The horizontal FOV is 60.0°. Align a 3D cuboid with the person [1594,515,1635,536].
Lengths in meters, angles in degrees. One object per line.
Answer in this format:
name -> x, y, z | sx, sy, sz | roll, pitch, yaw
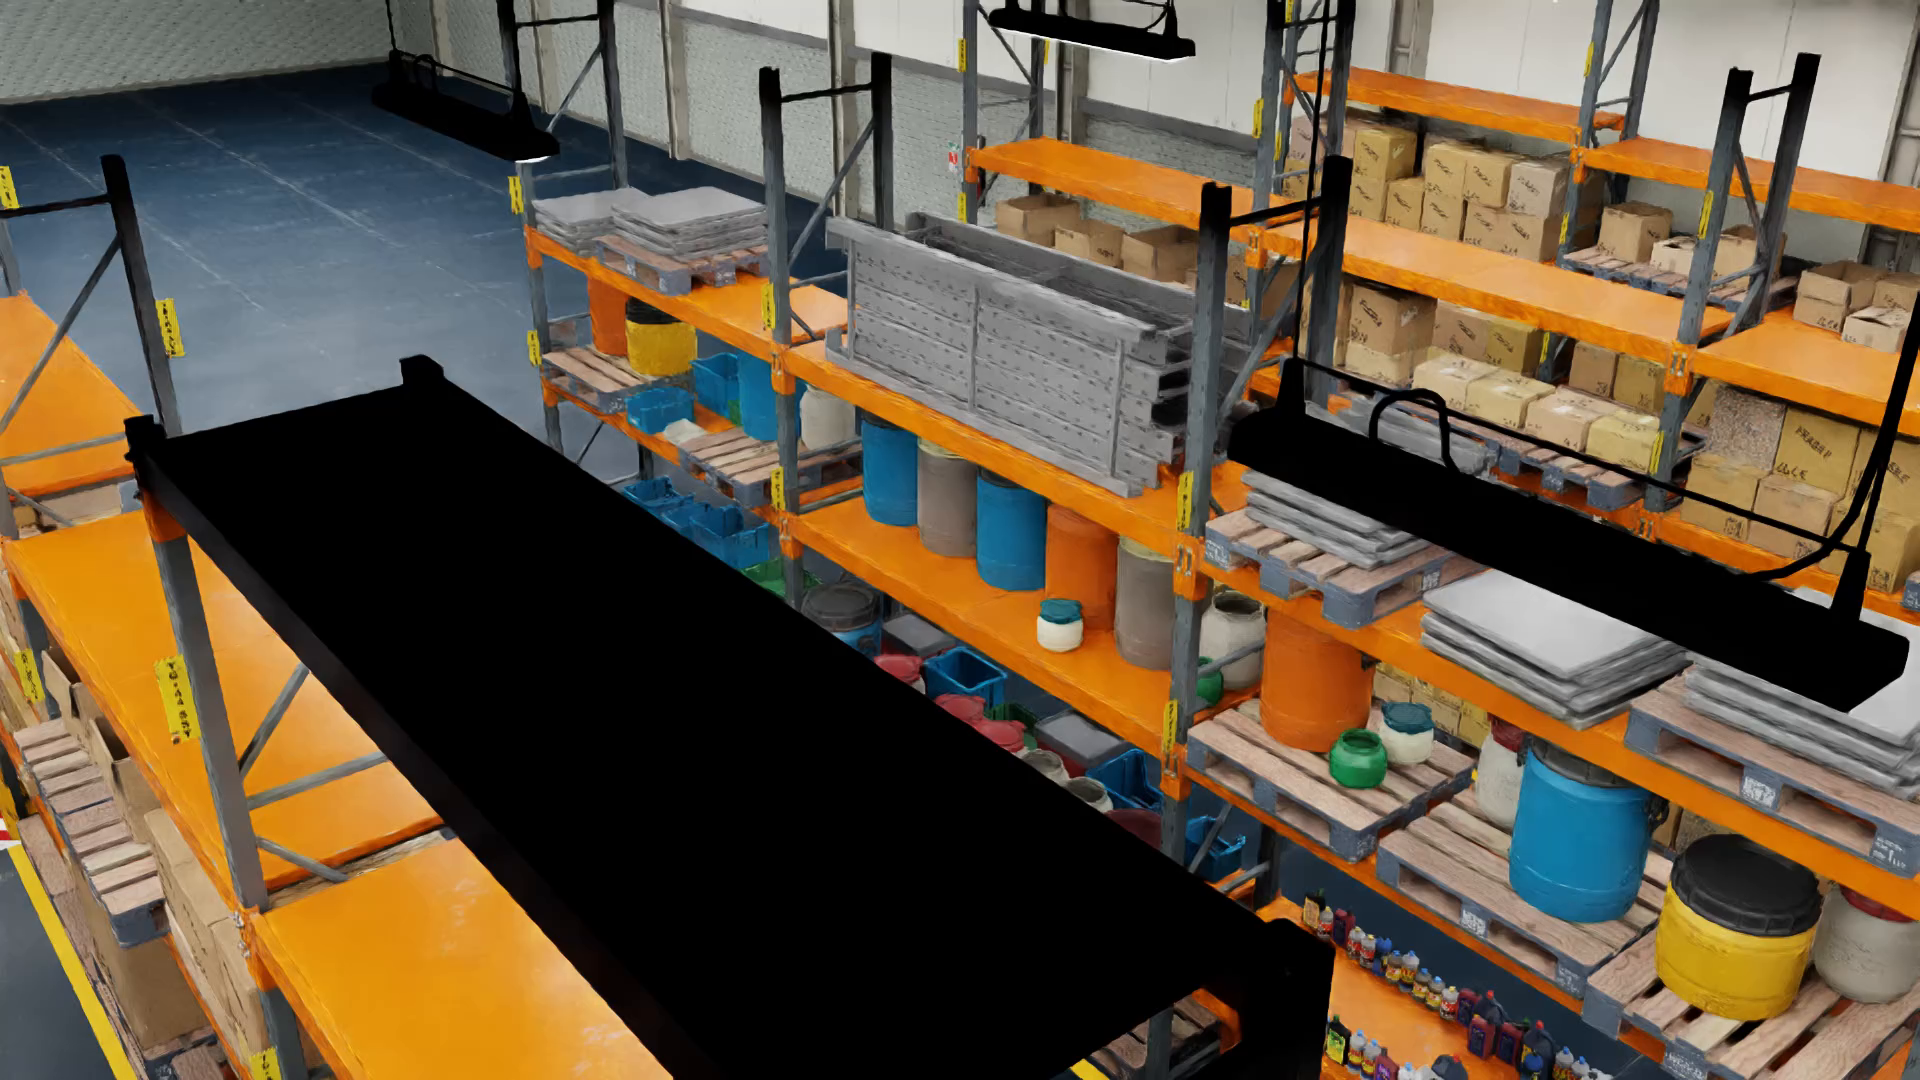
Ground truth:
person -> 6.601, -0.152, 16.624 | 0.552, 1.684, 0.431 | 12, 28, 23
